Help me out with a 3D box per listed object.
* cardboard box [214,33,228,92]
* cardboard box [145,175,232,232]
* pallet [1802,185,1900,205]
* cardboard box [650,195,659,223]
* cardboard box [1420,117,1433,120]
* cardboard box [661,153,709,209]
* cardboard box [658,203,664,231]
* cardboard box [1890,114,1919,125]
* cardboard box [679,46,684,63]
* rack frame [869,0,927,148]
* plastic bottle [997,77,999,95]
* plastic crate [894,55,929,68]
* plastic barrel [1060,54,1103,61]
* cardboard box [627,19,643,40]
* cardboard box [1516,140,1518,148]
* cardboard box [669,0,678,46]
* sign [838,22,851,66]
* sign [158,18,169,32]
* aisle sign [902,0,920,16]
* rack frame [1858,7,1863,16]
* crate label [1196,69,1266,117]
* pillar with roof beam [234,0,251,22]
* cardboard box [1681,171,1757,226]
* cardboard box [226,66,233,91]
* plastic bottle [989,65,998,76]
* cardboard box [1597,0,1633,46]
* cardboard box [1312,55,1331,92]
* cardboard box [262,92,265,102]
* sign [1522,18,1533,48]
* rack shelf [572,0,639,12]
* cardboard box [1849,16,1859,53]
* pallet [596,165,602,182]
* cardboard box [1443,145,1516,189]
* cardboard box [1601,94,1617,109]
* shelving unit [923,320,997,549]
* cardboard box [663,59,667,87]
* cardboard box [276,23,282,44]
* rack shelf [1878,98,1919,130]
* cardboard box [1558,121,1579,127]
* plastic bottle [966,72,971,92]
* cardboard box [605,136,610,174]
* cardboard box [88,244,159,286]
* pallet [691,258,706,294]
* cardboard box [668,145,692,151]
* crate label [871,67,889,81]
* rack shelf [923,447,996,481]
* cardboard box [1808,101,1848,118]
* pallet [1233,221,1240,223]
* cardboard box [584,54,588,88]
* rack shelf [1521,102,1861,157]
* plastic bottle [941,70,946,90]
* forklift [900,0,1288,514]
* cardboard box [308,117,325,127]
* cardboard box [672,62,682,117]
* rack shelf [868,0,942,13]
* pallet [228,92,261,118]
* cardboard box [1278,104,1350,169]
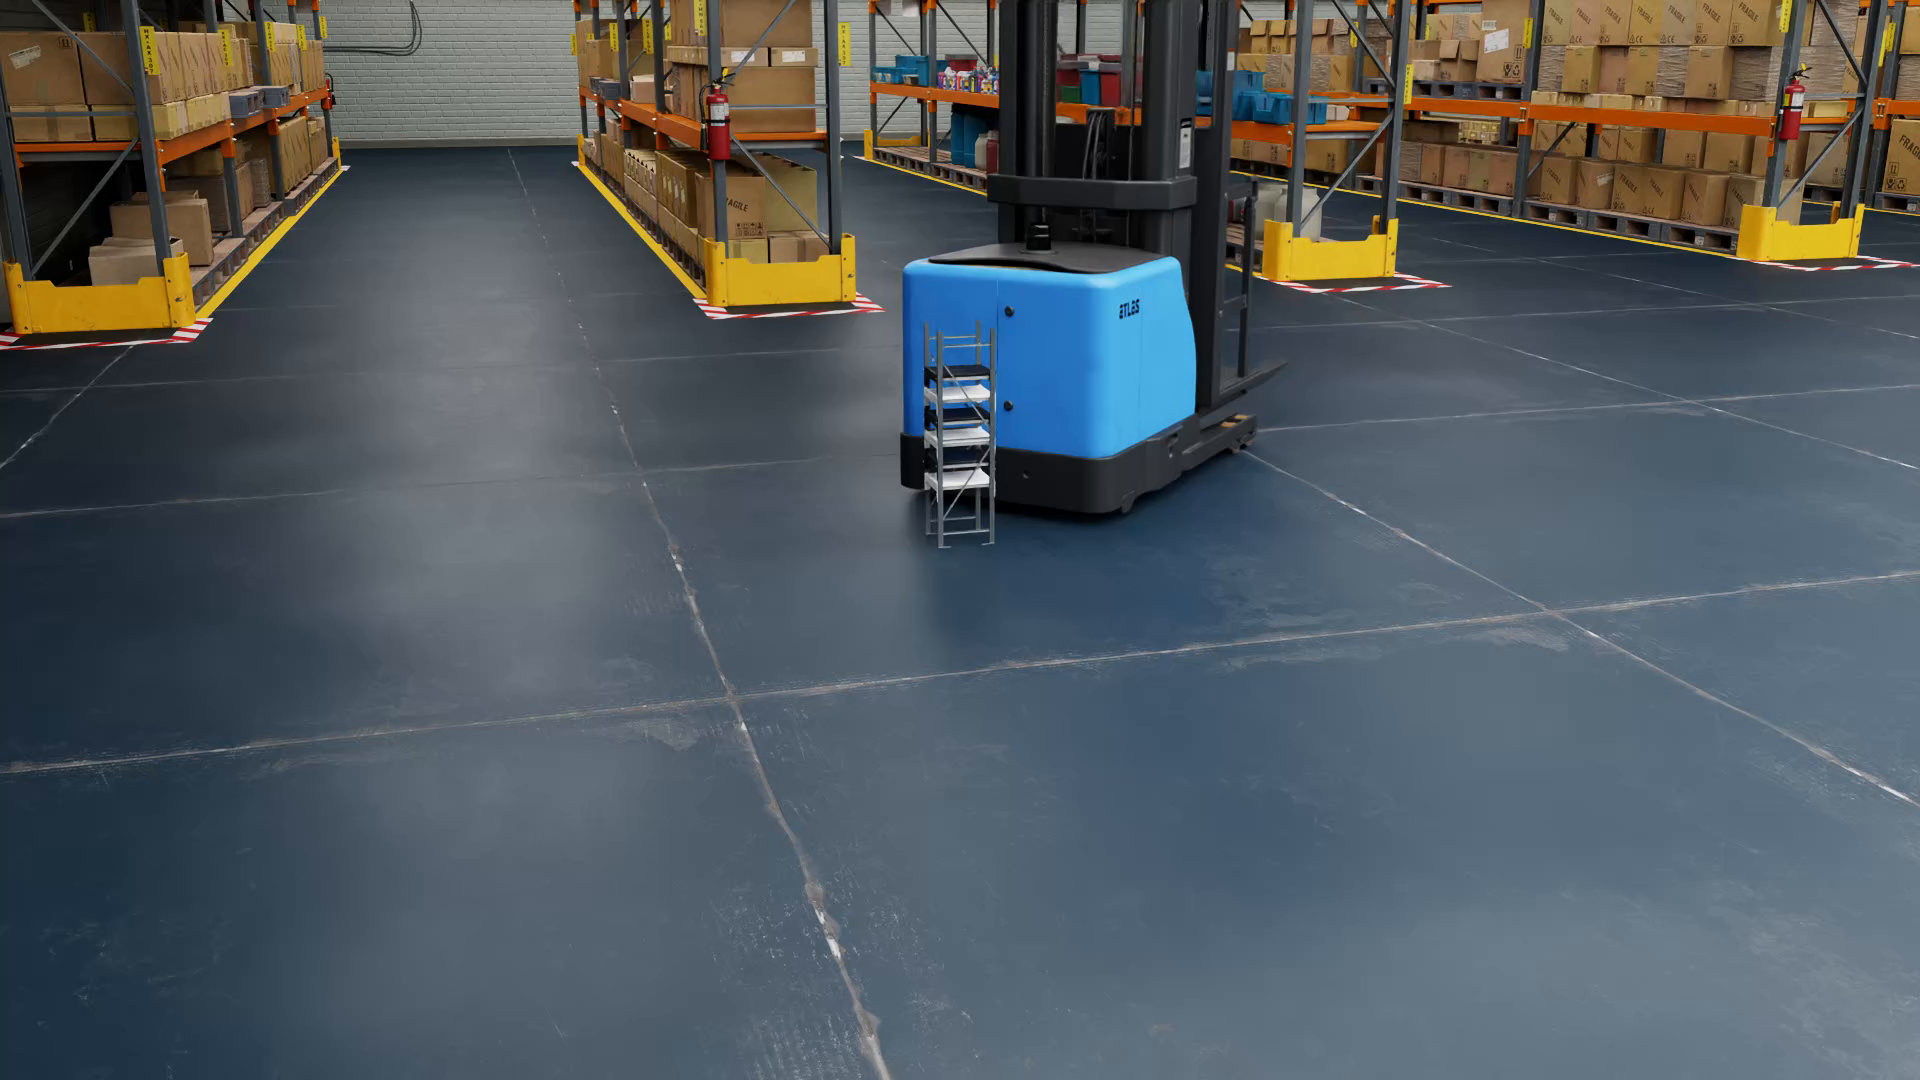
[{"bbox_3d":[-6.872,-4.268,14.868,0.500,0.500,0.500,-5,17,-15],"label":"cardboard box"},{"bbox_3d":[-7.518,-3.293,16.281,0.700,0.500,0.500,-4,17,-13],"label":"cardboard box"},{"bbox_3d":[11.501,-4.488,21.527,1.003,0.211,1.213,-5,17,-15],"label":"pallet"},{"bbox_3d":[-2.930,-3.446,17.259,0.500,0.250,0.500,-5,17,-16],"label":"cardboard box"},{"bbox_3d":[8.590,-7.676,30.483,0.380,0.149,0.250,-6,18,-18],"label":"cardboard box"},{"bbox_3d":[-2.566,-3.423,15.878,0.500,0.500,0.500,-5,17,-15],"label":"cardboard box"},{"bbox_3d":[-2.702,-3.202,16.447,0.500,0.250,0.500,-5,17,-15],"label":"cardboard box"},{"bbox_3d":[15.308,-6.523,26.417,0.875,0.875,0.875,-5,17,-16],"label":"cardboard box"},{"bbox_3d":[-2.368,-4.456,15.272,0.380,0.149,0.250,-5,18,-17],"label":"cardboard box"},{"bbox_3d":[-1.072,-8.180,28.969,1.000,3.000,0.127,-5,17,-15],"label":"rack frame"},{"bbox_3d":[0.542,-6.053,22.092,0.061,0.283,0.133,-5,17,-15],"label":"plastic bottle"},{"bbox_3d":[-0.800,-8.148,28.696,0.616,0.435,0.499,-5,17,-15],"label":"plastic crate"},{"bbox_3d":[1.546,-5.928,21.235,0.600,0.536,0.708,-5,17,-15],"label":"plastic barrel"},{"bbox_3d":[-4.595,-7.362,24.335,0.500,0.500,0.500,-4,17,-14],"label":"cardboard box"},{"bbox_3d":[9.795,-6.791,28.571,0.380,0.149,0.250,-5,18,-18],"label":"cardboard box"},{"bbox_3d":[-2.410,-5.017,16.011,0.700,0.500,0.500,-5,17,-15],"label":"cardboard box"},{"bbox_3d":[-0.903,-3.858,12.940,0.100,0.325,0.005,-5,17,-15],"label":"sign"},{"bbox_3d":[-8.932,-5.693,18.679,0.100,0.325,0.005,-5,17,-15],"label":"sign"},{"bbox_3d":[-0.810,-9.468,28.738,0.394,0.787,0.004,-5,17,-15],"label":"aisle sign"},{"bbox_3d":[17.990,-9.748,34.191,1.000,3.000,0.127,-5,17,-15],"label":"rack frame"},{"bbox_3d":[2.559,-4.259,15.854,0.502,0.435,0.616,-5,17,-15],"label":"crate label"},{"bbox_3d":[-8.032,-11.288,28.890,9.100,9.000,0.400,-5,17,-15],"label":"pillar with roof beam"},{"bbox_3d":[7.735,-3.486,16.959,0.500,0.500,0.500,0,17,-1],"label":"cardboard box"},{"bbox_3d":[-7.553,-4.634,16.228,0.700,0.500,0.500,-3,17,-10],"label":"cardboard box"},{"bbox_3d":[0.507,-6.759,24.324,0.144,0.351,0.185,-5,17,-15],"label":"plastic bottle"},{"bbox_3d":[7.143,-5.500,17.619,0.500,0.500,0.500,-5,17,-15],"label":"cardboard box"},{"bbox_3d":[5.384,-6.662,23.741,0.500,0.500,0.500,-5,17,-16],"label":"cardboard box"},{"bbox_3d":[-8.267,-5.182,19.392,0.380,0.149,0.250,-5,17,-16],"label":"cardboard box"},{"bbox_3d":[6.456,-5.762,18.906,0.100,0.325,0.005,-5,17,-15],"label":"sign"},{"bbox_3d":[-5.286,-8.328,25.499,1.077,0.370,4.000,-5,17,-15],"label":"rack shelf"},{"bbox_3d":[11.500,-6.422,21.205,0.700,0.500,0.500,-5,17,-16],"label":"cardboard box"},{"bbox_3d":[-4.924,-5.537,25.019,1.003,0.211,1.213,-5,17,-15],"label":"pallet"},{"bbox_3d":[6.573,-4.725,21.049,0.700,0.500,0.500,-6,18,-20],"label":"cardboard box"},{"bbox_3d":[7.125,-4.705,17.837,0.380,0.149,0.250,-5,17,-15],"label":"cardboard box"},{"bbox_3d":[-0.002,-0.433,6.830,0.258,0.900,0.210,-5,17,-15],"label":"shelving unit"},{"bbox_3d":[-3.015,-5.016,18.262,0.500,0.500,0.500,-5,17,-15],"label":"cardboard box"},{"bbox_3d":[-8.565,-6.175,20.267,0.500,0.250,0.500,-5,17,-15],"label":"cardboard box"},{"bbox_3d":[12.335,-4.718,18.697,1.077,0.370,4.000,-5,17,-15],"label":"rack shelf"},{"bbox_3d":[9.820,-6.678,26.282,0.500,0.250,0.500,-4,17,-13],"label":"cardboard box"},{"bbox_3d":[0.139,-6.472,23.508,0.097,0.271,0.097,0,17,0],"label":"plastic bottle"},{"bbox_3d":[-4.680,-5.397,23.284,0.500,0.500,0.500,-4,17,-14],"label":"cardboard box"},{"bbox_3d":[-6.304,-2.092,12.612,0.500,0.311,0.500,-7,18,-22],"label":"cardboard box"},{"bbox_3d":[-1.689,-2.236,14.029,1.003,0.211,1.213,-5,17,-15],"label":"pallet"},{"bbox_3d":[-3.487,-4.738,21.093,0.500,0.500,0.500,-4,17,-13],"label":"cardboard box"},{"bbox_3d":[-1.320,-8.034,28.670,0.416,0.233,0.303,-5,17,-15],"label":"crate label"},{"bbox_3d":[-0.002,-0.315,6.866,0.258,0.077,0.200,-5,17,-15],"label":"rack shelf"},{"bbox_3d":[8.239,-4.123,15.900,0.380,0.149,0.250,-5,17,-15],"label":"cardboard box"},{"bbox_3d":[2.371,-3.336,17.690,1.003,0.211,1.213,-5,17,-15],"label":"pallet"},{"bbox_3d":[-5.549,-7.274,25.779,0.500,0.500,0.500,-4,17,-15],"label":"cardboard box"},{"bbox_3d":[7.538,-4.354,17.484,1.077,0.370,4.000,-5,17,-15],"label":"rack shelf"},{"bbox_3d":[-0.245,-6.845,24.730,0.061,0.283,0.133,-5,17,-15],"label":"plastic bottle"},{"bbox_3d":[0.879,-1.890,8.150,1.130,2.935,3.031,9,19,27],"label":"forklift"},{"bbox_3d":[-10.098,-6.504,25.879,0.380,0.149,0.250,-5,17,-16],"label":"cardboard box"},{"bbox_3d":[-2.410,-4.395,16.197,0.700,0.500,0.500,-5,17,-17],"label":"cardboard box"},{"bbox_3d":[-0.522,-8.719,26.799,1.077,0.370,4.000,-5,17,-15],"label":"rack shelf"},{"bbox_3d":[-7.370,-4.208,16.081,1.003,0.211,1.213,-5,17,-15],"label":"pallet"},{"bbox_3d":[5.482,-5.982,24.615,1.225,0.875,0.875,-5,17,-15],"label":"cardboard box"}]
